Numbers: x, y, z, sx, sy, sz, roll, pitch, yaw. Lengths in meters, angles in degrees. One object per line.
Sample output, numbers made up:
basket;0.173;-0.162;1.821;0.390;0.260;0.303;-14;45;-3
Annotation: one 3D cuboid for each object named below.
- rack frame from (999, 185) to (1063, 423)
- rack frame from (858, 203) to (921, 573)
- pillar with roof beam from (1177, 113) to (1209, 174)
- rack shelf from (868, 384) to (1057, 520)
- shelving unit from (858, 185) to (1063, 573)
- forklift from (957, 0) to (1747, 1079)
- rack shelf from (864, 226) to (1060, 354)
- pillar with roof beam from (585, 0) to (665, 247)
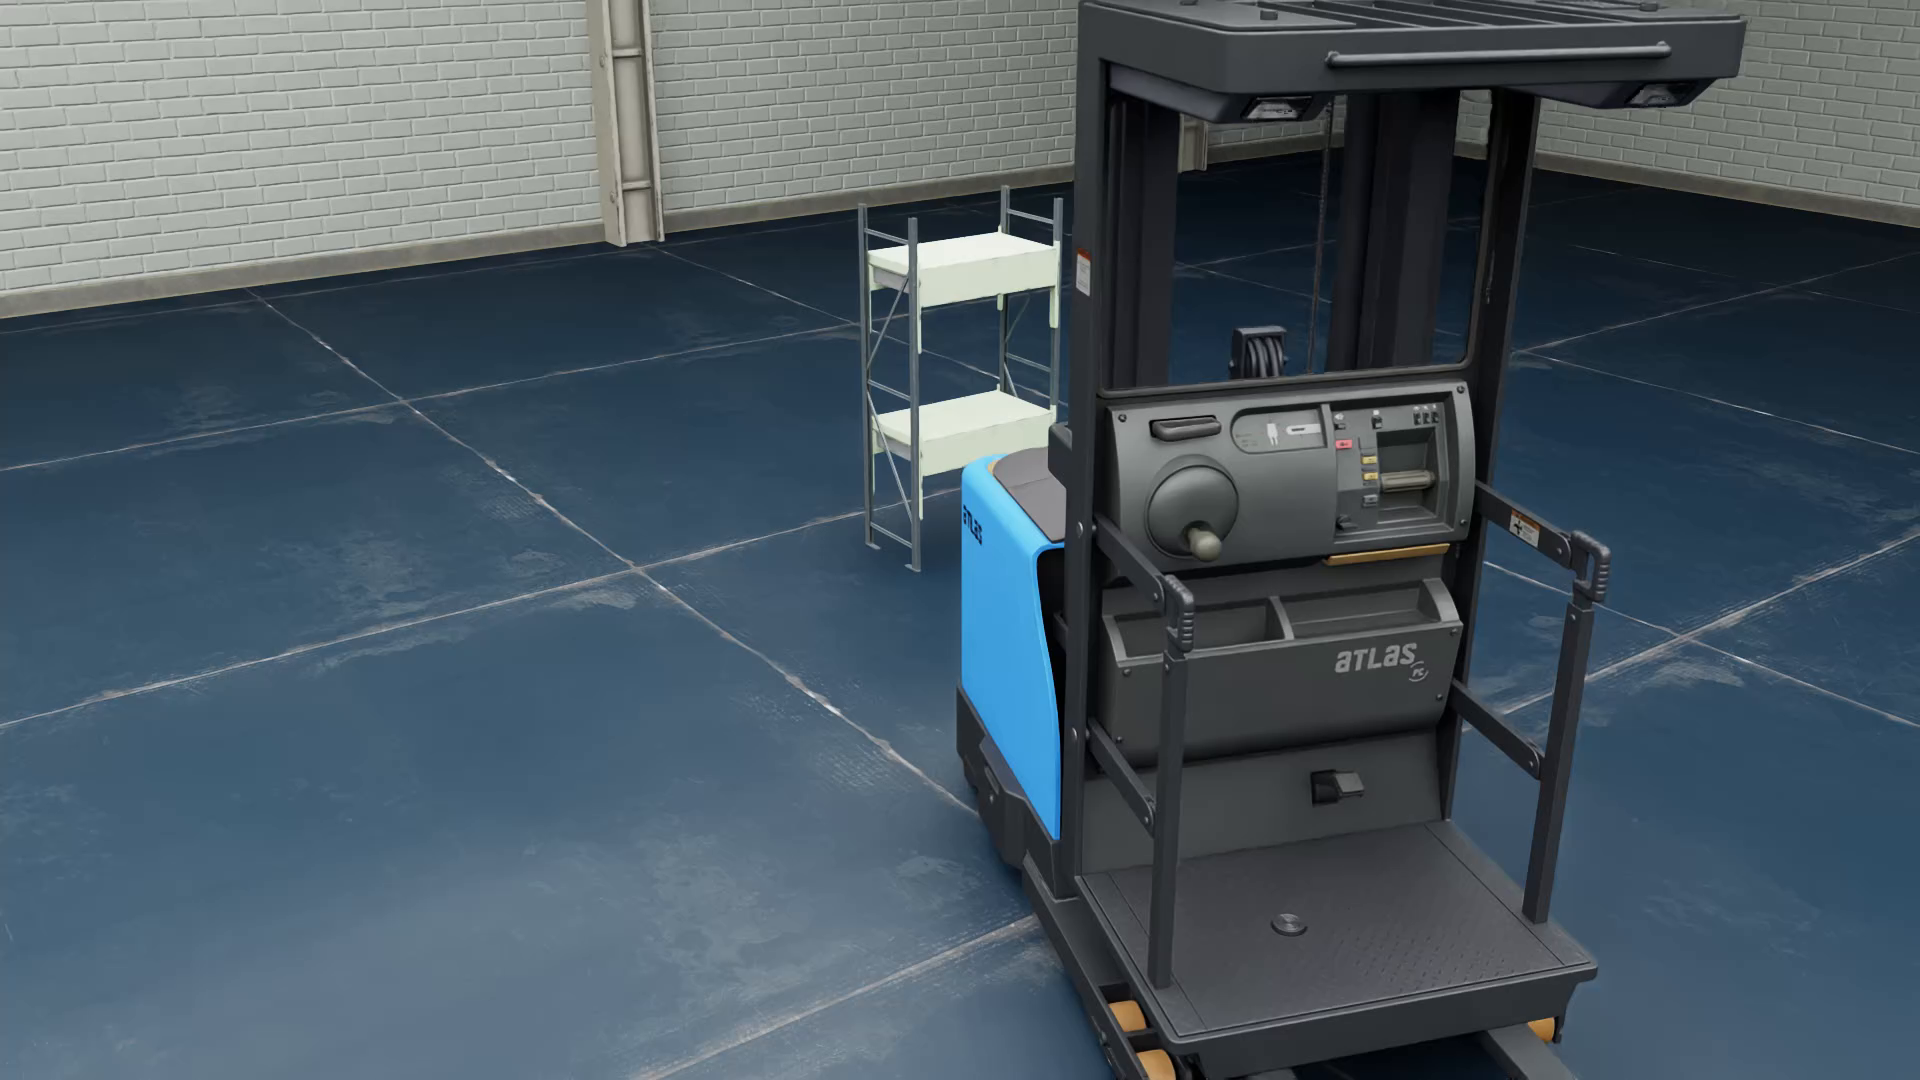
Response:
rack frame;0.303;-0.777;7.321;0.023;1.500;0.400;-15;26;-33
rack frame;-0.292;-0.619;6.924;0.023;1.500;0.400;-15;26;-33
pillar with roof beam;4.748;-6.610;11.819;0.400;9.000;9.100;-15;26;-33
rack shelf;0.005;-0.395;7.243;0.720;0.370;0.431;-15;26;-33
shelving unit;0.005;-0.698;7.122;0.755;1.500;0.431;-15;26;-33
forklift;0.867;-0.144;3.802;1.130;2.935;3.031;-6;22;-14
rack shelf;0.005;-1.061;6.977;0.720;0.370;0.431;-15;26;-33
pillar with roof beam;-0.122;-5.311;8.565;0.400;9.000;9.100;-15;26;-33
